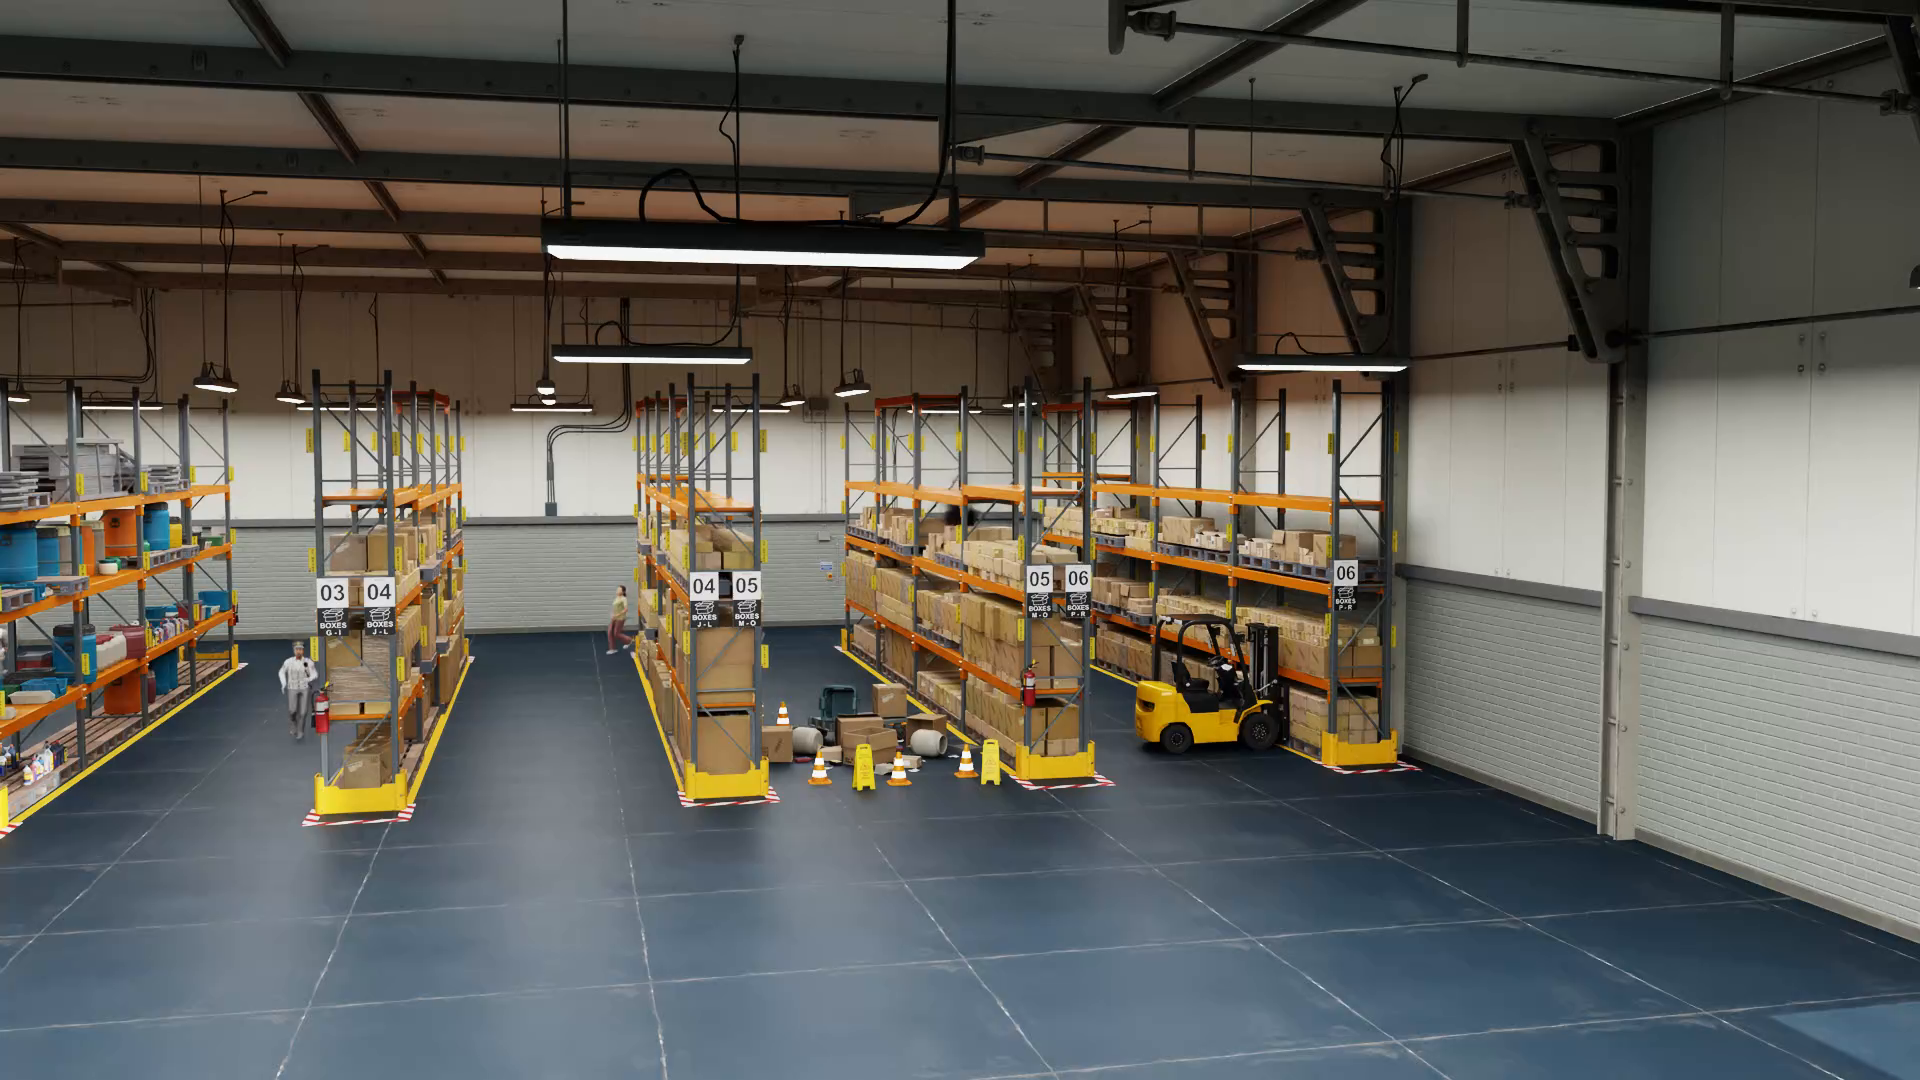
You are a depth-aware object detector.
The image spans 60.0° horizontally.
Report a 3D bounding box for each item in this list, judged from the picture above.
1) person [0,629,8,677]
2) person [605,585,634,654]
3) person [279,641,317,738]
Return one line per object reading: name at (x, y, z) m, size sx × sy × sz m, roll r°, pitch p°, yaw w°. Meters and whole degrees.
person at (-18.341, 2.304, 31.492) m, size 0.679 × 1.764 × 0.660 m, roll -1°, pitch 4°, yaw -22°
person at (-8.093, 1.900, 39.737) m, size 0.723 × 1.651 × 0.616 m, roll -3°, pitch 4°, yaw -41°
person at (-11.200, 2.542, 28.150) m, size 0.599 × 1.657 × 0.562 m, roll -1°, pitch 4°, yaw -22°
